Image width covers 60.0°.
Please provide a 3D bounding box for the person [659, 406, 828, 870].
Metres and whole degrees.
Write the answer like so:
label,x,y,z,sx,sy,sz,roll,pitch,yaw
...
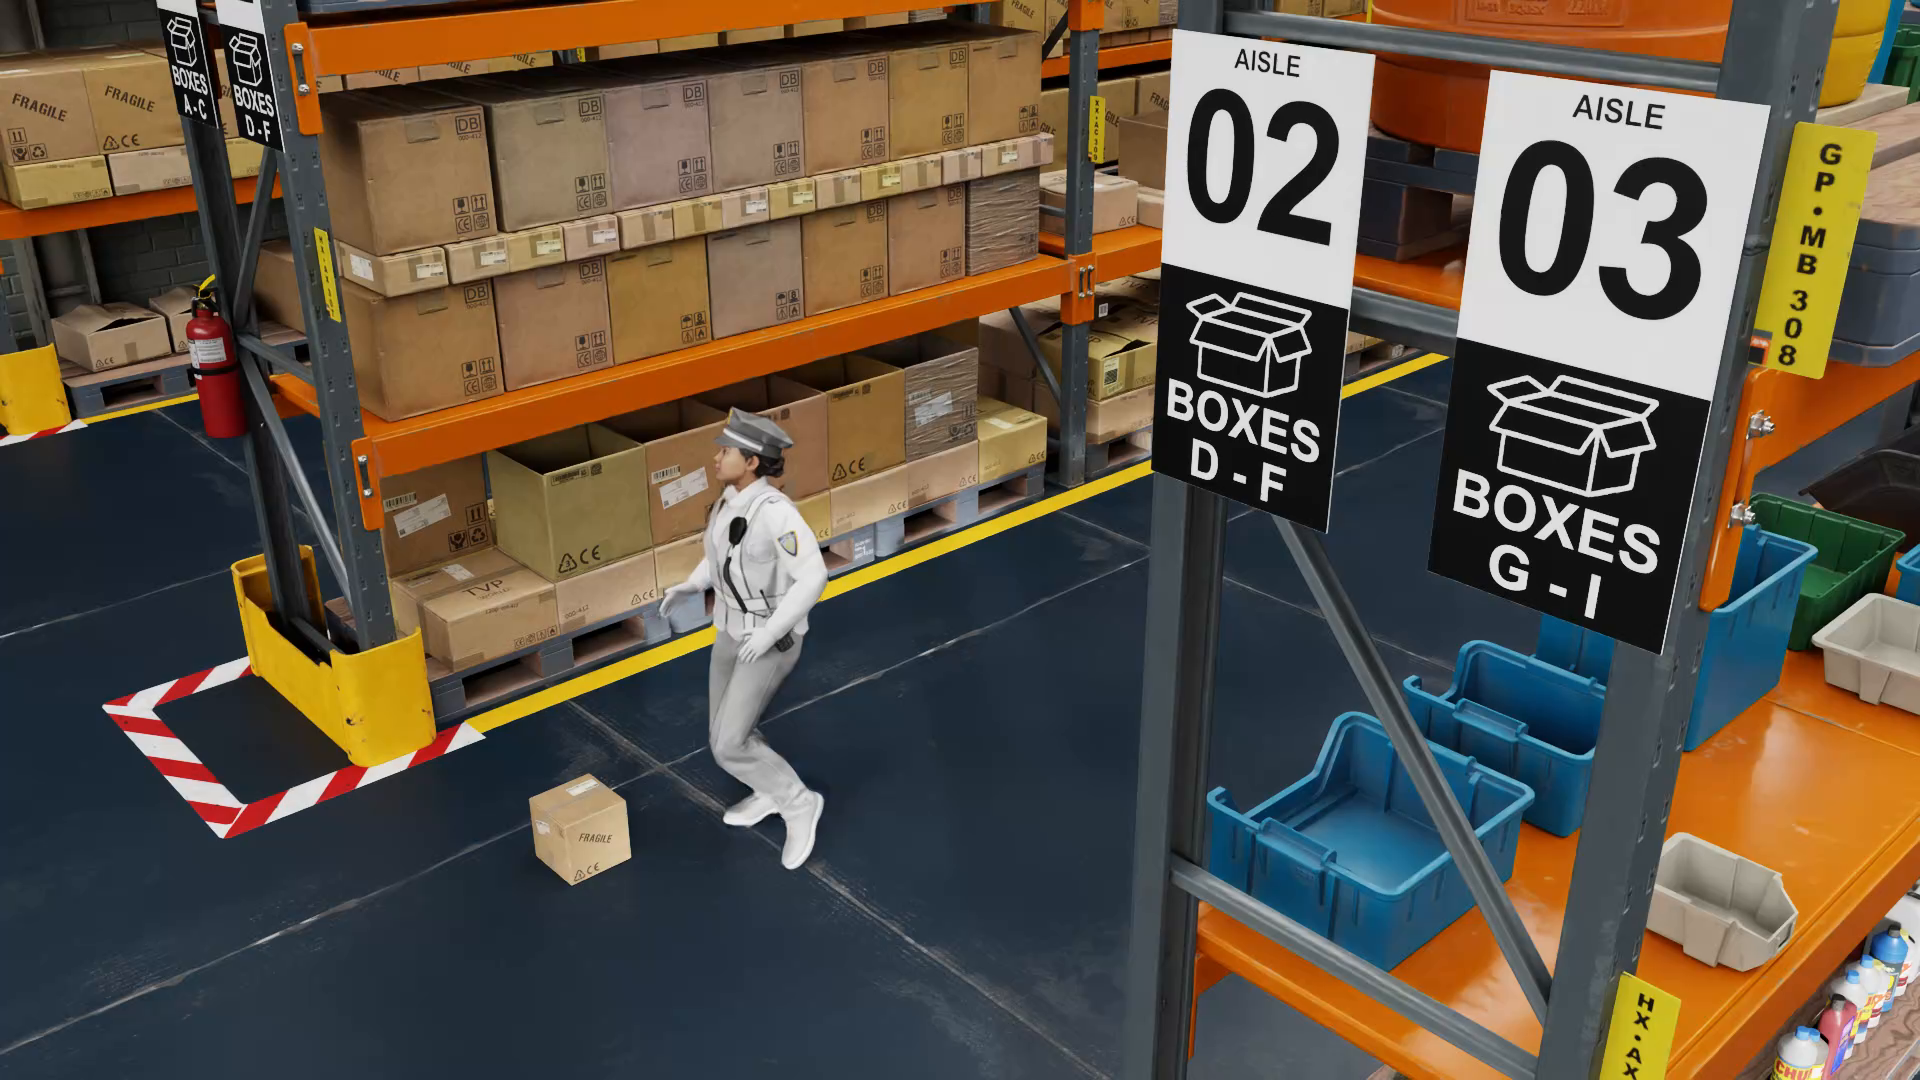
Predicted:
label,x,y,z,sx,sy,sz,roll,pitch,yaw
person,-0.765,0.351,5.852,0.520,1.660,0.739,-18,30,-34
